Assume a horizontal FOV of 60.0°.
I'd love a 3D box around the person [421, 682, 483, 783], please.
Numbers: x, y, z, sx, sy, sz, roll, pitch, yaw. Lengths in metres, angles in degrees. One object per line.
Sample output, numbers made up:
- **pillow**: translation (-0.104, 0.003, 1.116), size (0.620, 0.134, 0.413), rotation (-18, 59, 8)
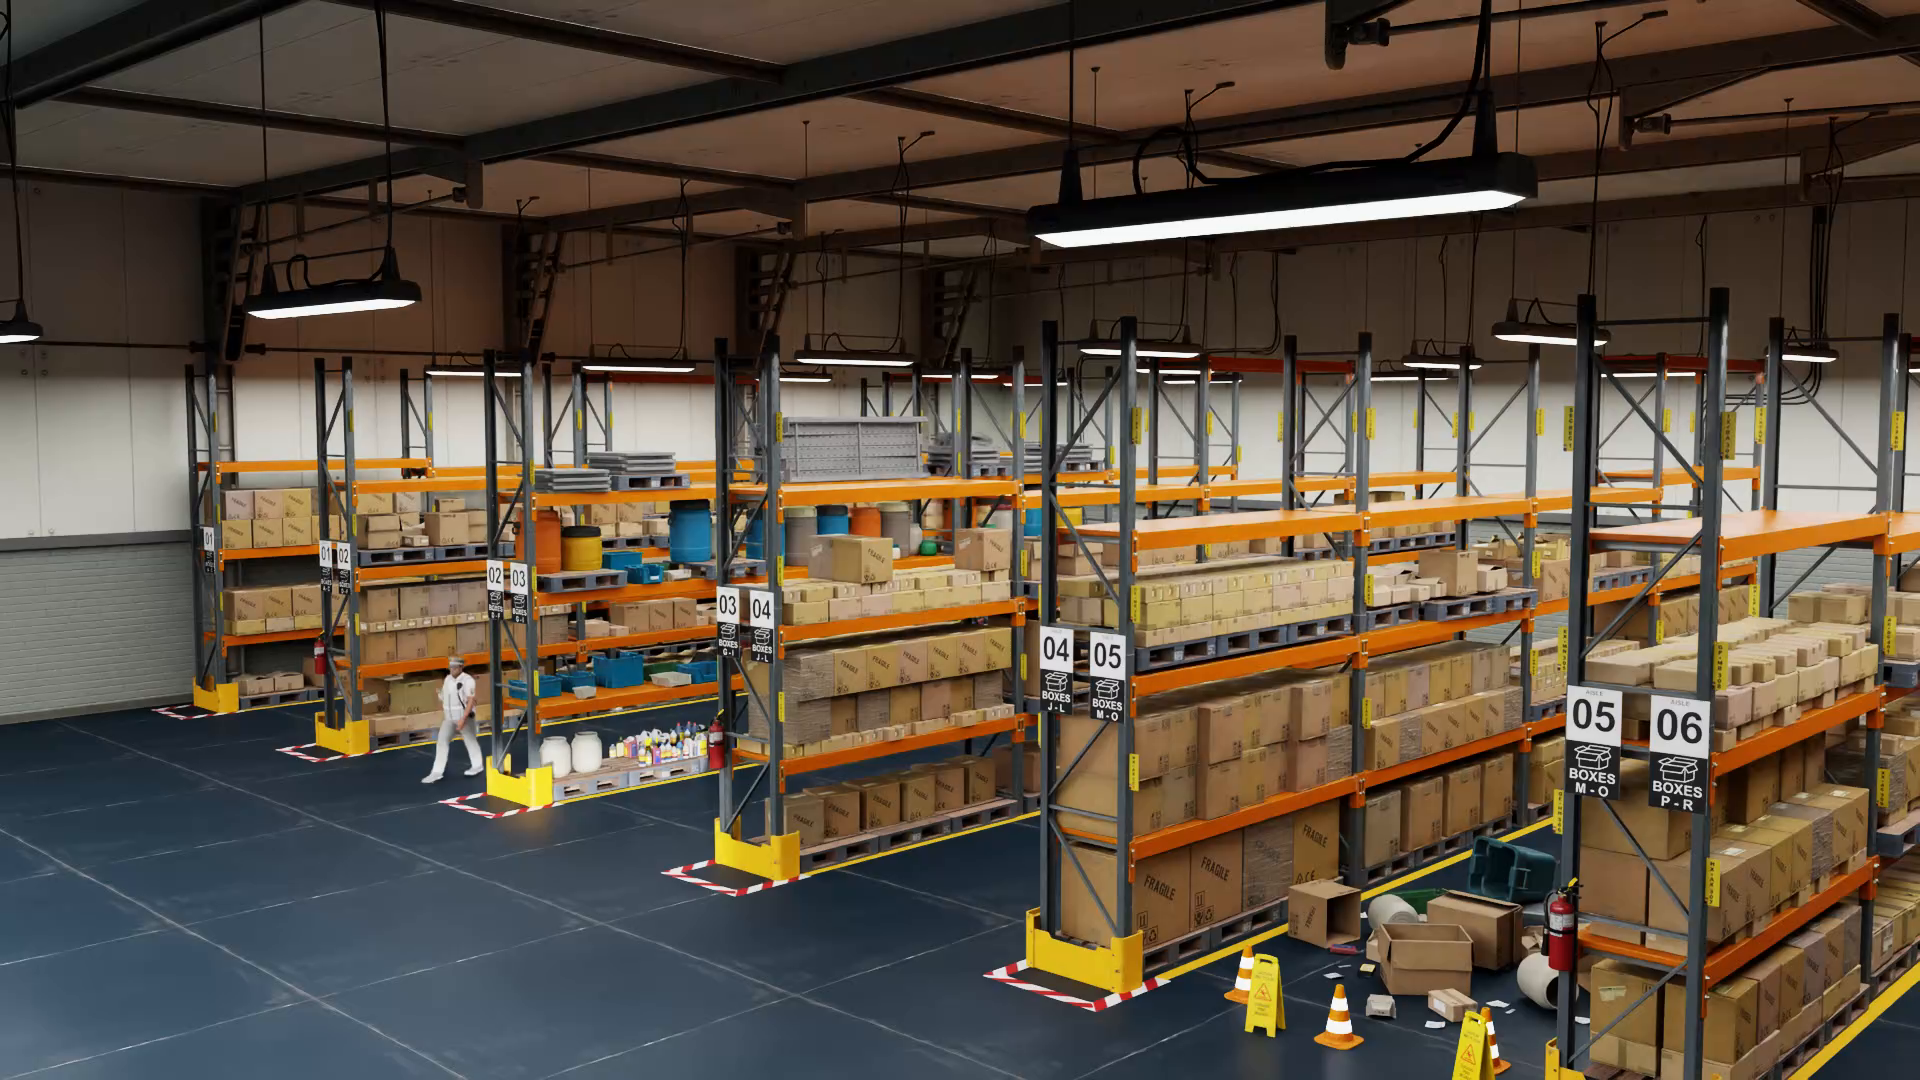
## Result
- **person**: translation (-7.117, 2.671, 23.399), size (0.536, 1.370, 0.933), rotation (1, 5, 17)
